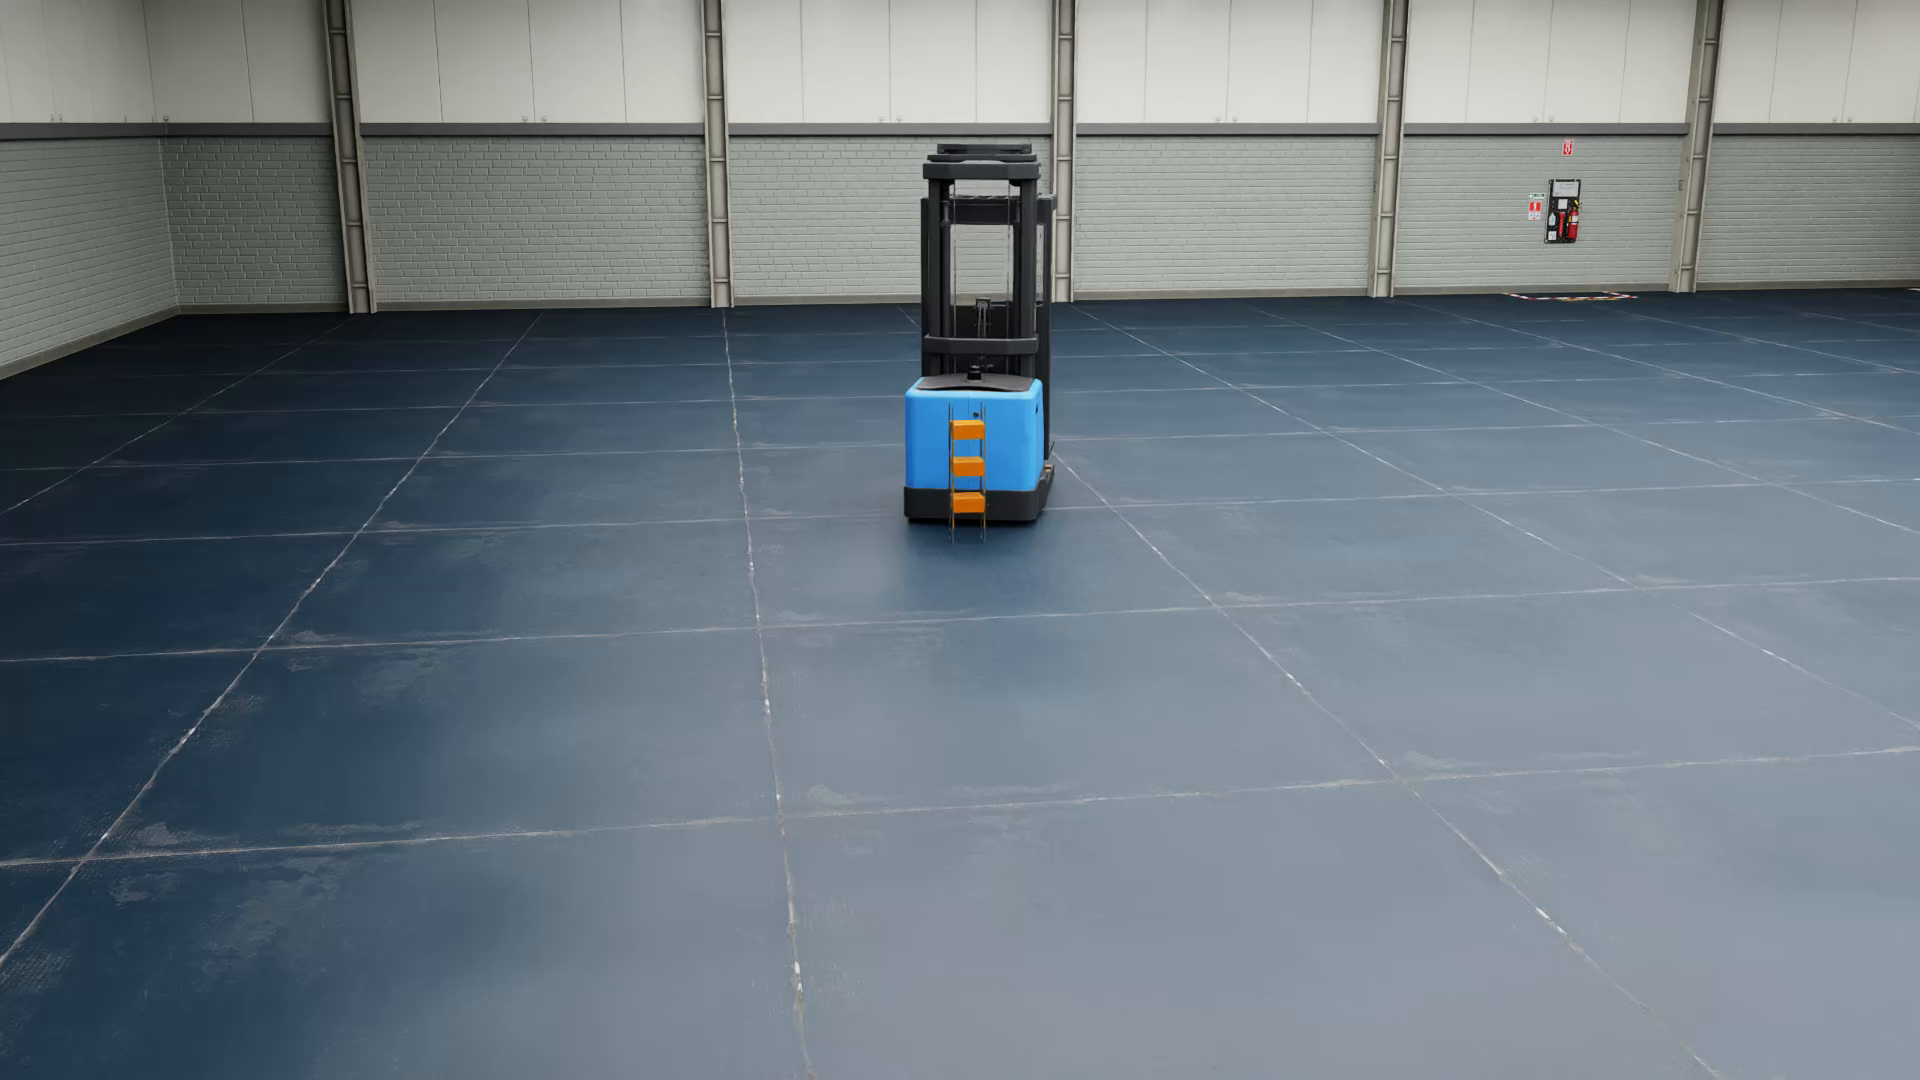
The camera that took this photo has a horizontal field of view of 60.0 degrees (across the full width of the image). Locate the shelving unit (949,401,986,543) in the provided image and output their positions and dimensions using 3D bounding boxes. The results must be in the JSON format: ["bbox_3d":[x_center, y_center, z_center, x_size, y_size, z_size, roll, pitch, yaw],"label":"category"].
[{"bbox_3d":[0.053,-0.511,12.602,0.252,1.050,0.215,-2,14,-8],"label":"shelving unit"}]

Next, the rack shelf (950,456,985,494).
[{"bbox_3d":[0.053,-0.501,12.604,0.240,0.259,0.215,-2,14,-8],"label":"rack shelf"}]

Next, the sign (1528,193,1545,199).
[{"bbox_3d":[10.666,-6.364,30.769,0.331,0.109,0.001,-2,14,-8],"label":"sign"}]

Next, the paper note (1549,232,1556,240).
[{"bbox_3d":[11.037,-5.670,30.974,0.142,0.148,0.016,-2,14,-8],"label":"paper note"}]

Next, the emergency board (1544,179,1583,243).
[{"bbox_3d":[11.222,-6.087,30.826,0.643,1.169,0.194,-2,14,-8],"label":"emergency board"}]

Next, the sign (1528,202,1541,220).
[{"bbox_3d":[10.660,-6.109,30.841,0.234,0.329,0.001,-2,14,-8],"label":"sign"}]

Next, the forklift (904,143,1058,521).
[{"bbox_3d":[0.248,-1.879,14.190,1.130,2.935,3.031,2,14,7],"label":"forklift"}]

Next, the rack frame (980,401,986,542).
[{"bbox_3d":[0.174,-0.516,12.619,0.008,1.050,0.200,-2,14,-8],"label":"rack frame"}]

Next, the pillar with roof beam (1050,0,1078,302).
[{"bbox_3d":[2.447,-7.607,24.554,0.400,9.000,9.100,-2,14,-8],"label":"pillar with roof beam"}]

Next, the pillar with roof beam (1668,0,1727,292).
[{"bbox_3d":[14.313,-8.042,26.288,0.400,9.000,9.100,-2,14,-8],"label":"pillar with roof beam"}]

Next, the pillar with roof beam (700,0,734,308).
[{"bbox_3d":[-3.486,-7.389,23.687,0.400,9.000,9.100,-2,14,-8],"label":"pillar with roof beam"}]

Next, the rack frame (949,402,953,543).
[{"bbox_3d":[-0.068,-0.507,12.584,0.008,1.050,0.200,-2,14,-8],"label":"rack frame"}]

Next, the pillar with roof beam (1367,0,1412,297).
[{"bbox_3d":[8.380,-7.824,25.421,0.400,9.000,9.100,-2,14,-8],"label":"pillar with roof beam"}]

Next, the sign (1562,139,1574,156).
[{"bbox_3d":[11.199,-7.235,30.639,0.199,0.298,0.001,-2,14,-8],"label":"sign"}]

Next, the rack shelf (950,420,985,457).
[{"bbox_3d":[0.053,-0.776,12.535,0.240,0.259,0.215,-2,14,-8],"label":"rack shelf"}]

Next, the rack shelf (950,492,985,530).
[{"bbox_3d":[0.053,-0.231,12.672,0.240,0.259,0.215,-2,14,-8],"label":"rack shelf"}]

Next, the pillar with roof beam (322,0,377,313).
[{"bbox_3d":[-9.419,-7.172,22.820,0.400,9.000,9.100,-2,14,-8],"label":"pillar with roof beam"}]
